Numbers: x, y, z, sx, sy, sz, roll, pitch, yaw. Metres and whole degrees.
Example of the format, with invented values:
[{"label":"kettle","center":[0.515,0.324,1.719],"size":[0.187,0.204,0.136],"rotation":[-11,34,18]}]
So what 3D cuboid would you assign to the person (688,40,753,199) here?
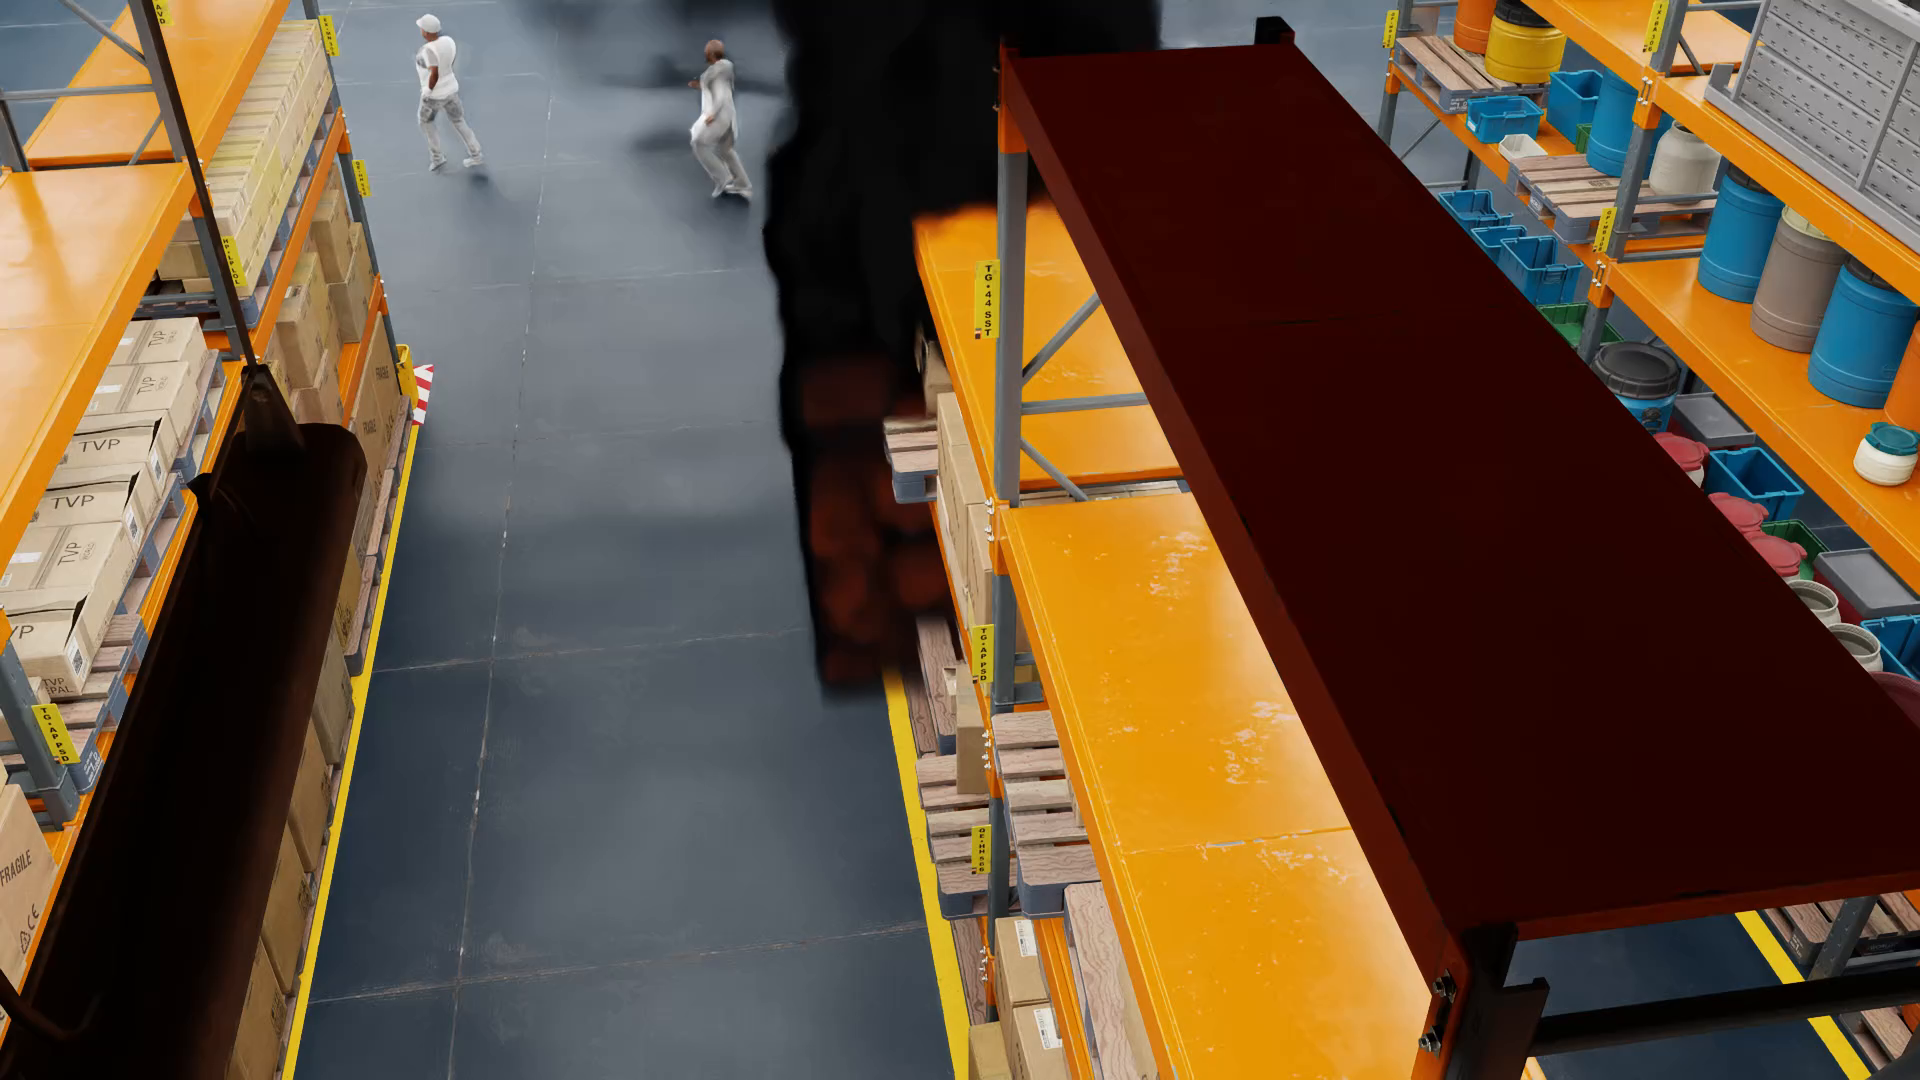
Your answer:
[{"label":"person","center":[-2.690,-4.615,18.258],"size":[0.754,1.778,0.674],"rotation":[14,39,18]}]

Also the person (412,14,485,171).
[{"label":"person","center":[-5.852,-5.010,18.769],"size":[0.785,1.846,0.656],"rotation":[19,40,24]}]
